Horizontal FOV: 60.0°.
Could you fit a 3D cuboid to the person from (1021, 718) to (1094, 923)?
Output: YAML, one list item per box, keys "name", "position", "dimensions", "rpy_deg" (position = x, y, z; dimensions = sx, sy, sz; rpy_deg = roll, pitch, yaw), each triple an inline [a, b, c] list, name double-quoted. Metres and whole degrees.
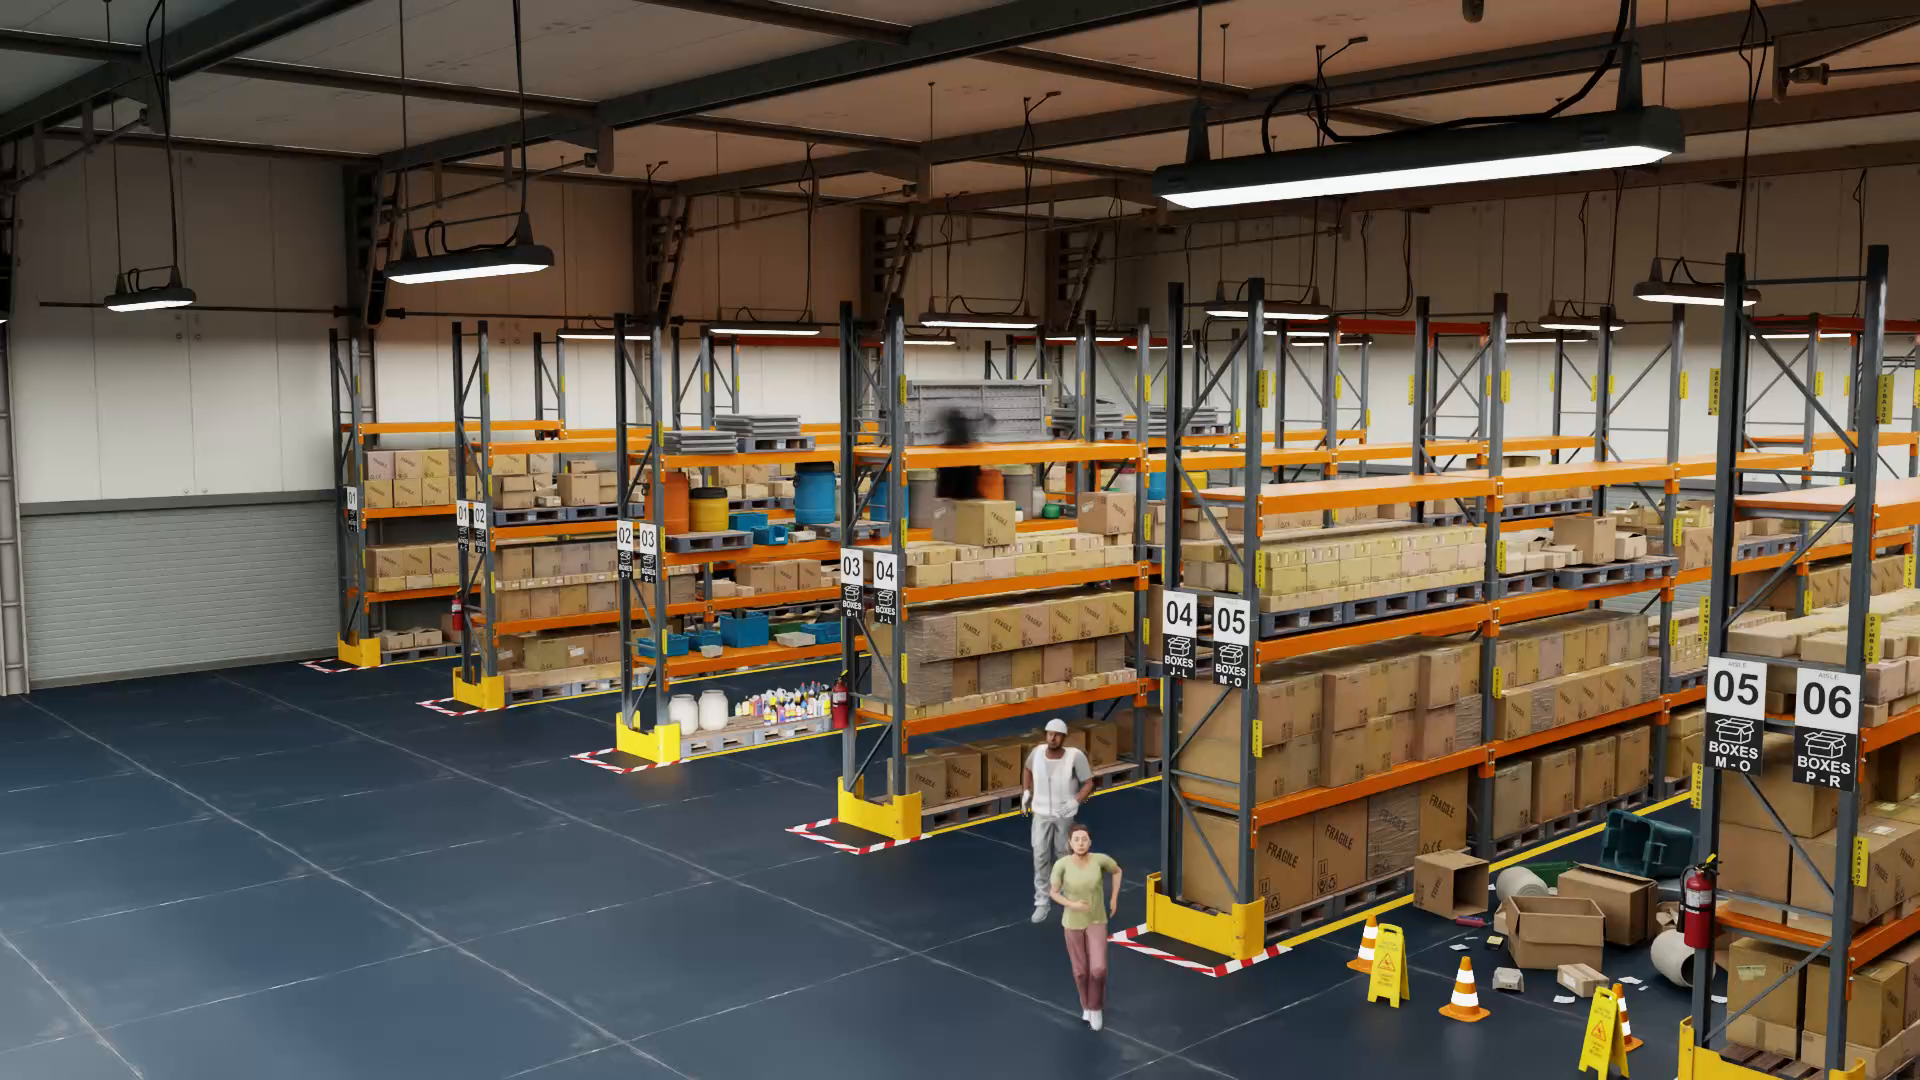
- name: "person"
  position: [0.884, 2.508, 15.239]
  dimensions: [0.703, 1.789, 0.929]
  rpy_deg: [2, 6, 17]

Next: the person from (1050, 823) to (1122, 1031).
- name: "person"
  position: [0.986, 3.045, 13.126]
  dimensions: [0.555, 1.638, 0.640]
  rpy_deg: [1, 6, 8]

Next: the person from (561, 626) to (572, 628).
- name: "person"
  position: [-6.924, 1.409, 29.433]
  dimensions: [0.587, 1.701, 0.930]
  rpy_deg: [5, 7, 41]
